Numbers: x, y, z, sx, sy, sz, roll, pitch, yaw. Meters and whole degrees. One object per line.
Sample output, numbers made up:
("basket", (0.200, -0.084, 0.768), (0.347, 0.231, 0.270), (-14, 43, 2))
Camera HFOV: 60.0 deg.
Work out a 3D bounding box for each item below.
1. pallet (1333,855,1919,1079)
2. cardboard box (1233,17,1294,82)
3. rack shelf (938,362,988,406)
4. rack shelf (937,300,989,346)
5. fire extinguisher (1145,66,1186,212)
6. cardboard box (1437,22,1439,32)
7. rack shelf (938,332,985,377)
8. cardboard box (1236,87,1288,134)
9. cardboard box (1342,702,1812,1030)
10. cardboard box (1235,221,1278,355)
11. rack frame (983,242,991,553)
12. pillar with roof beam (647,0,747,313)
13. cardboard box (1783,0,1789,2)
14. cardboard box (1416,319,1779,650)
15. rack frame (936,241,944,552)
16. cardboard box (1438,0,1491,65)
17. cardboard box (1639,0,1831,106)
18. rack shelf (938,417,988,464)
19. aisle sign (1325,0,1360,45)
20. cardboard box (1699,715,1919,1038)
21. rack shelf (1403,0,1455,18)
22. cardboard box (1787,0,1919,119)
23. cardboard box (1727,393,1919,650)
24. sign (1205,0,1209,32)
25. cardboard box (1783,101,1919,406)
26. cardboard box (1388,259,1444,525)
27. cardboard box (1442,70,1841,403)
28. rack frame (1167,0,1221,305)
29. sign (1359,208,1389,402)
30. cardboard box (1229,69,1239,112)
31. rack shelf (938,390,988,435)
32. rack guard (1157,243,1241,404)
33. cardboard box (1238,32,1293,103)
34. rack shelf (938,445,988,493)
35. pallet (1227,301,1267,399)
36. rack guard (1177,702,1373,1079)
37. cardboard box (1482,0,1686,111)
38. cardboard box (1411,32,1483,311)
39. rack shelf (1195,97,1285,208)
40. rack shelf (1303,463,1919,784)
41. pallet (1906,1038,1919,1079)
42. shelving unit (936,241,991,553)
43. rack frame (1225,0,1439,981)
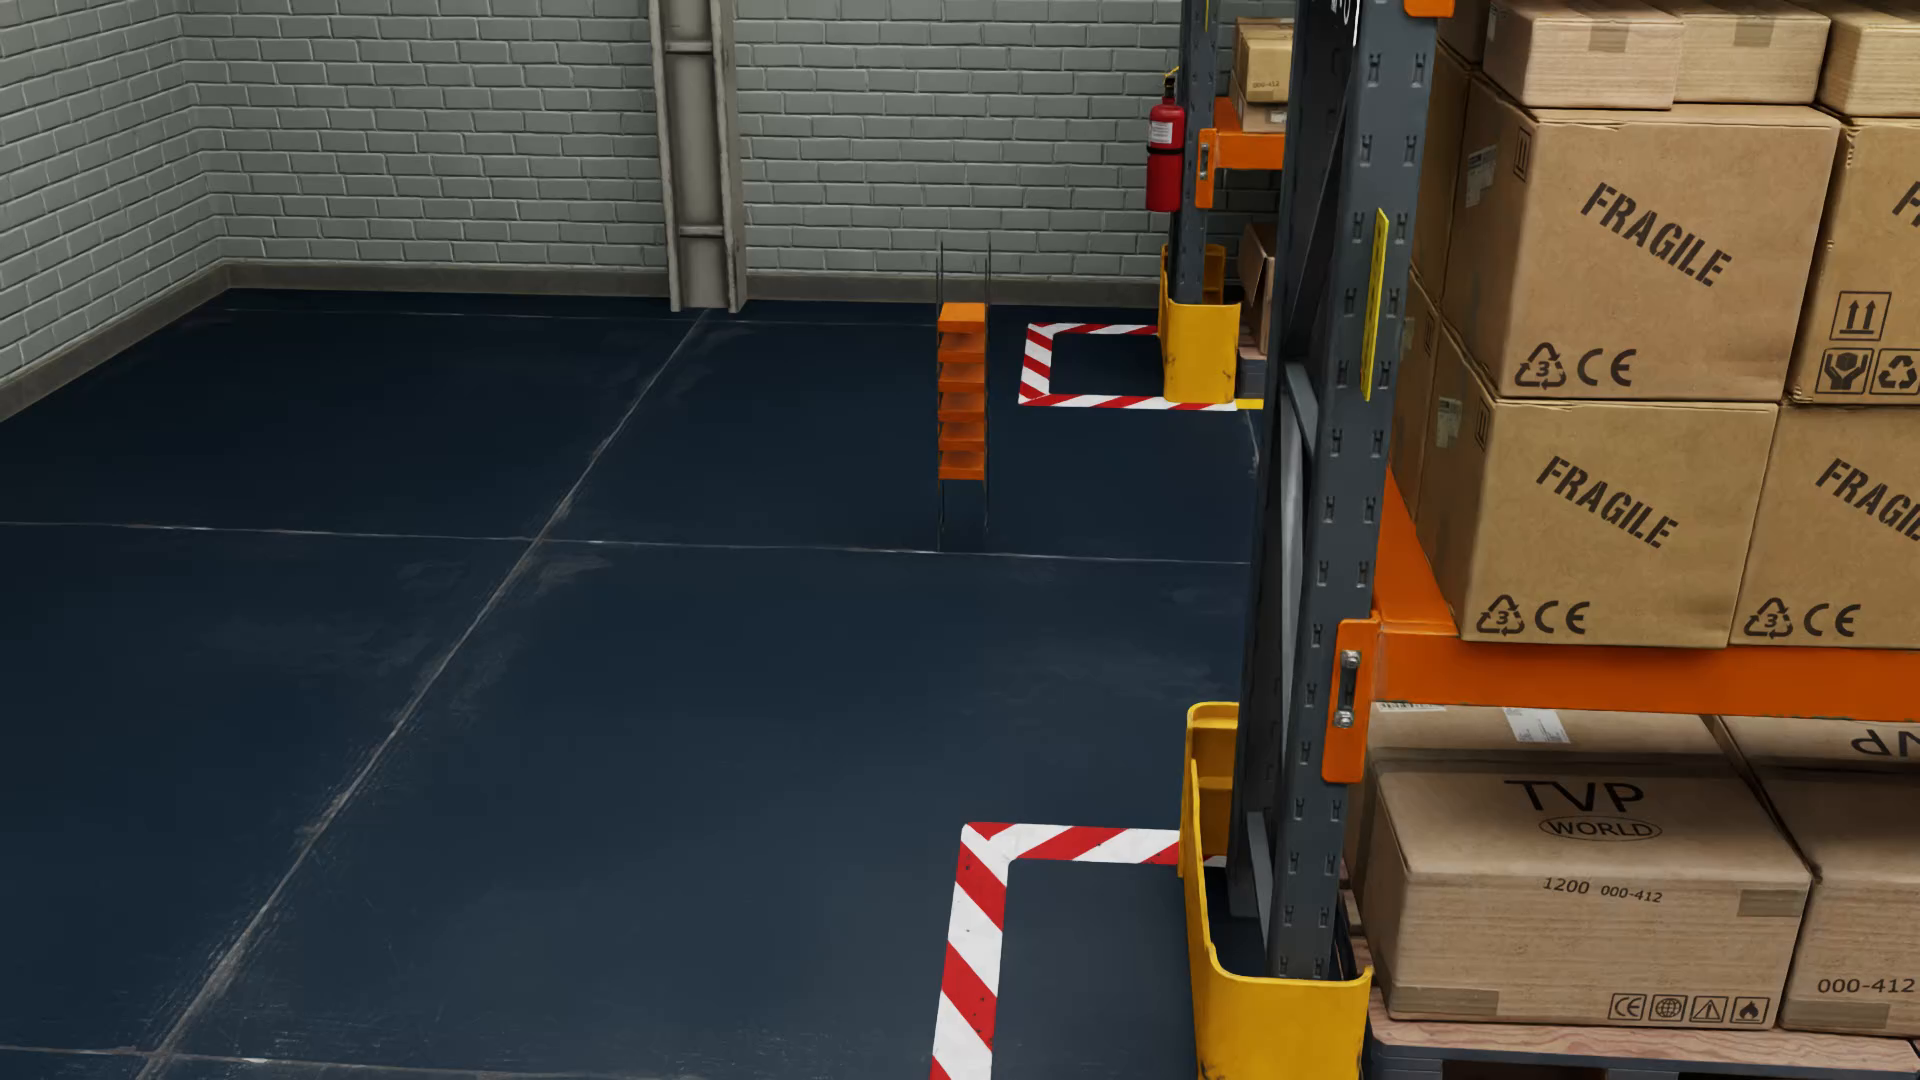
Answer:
("pallet", (1.579, 1.046, 4.225), (1.213, 0.211, 1.003), (2, 25, 4))
("cardboard box", (1.631, -2.446, 8.301), (0.500, 0.250, 0.500), (3, 25, 6))
("rack shelf", (0.014, -0.613, 6.467), (0.180, 0.103, 0.258), (2, 25, 4))
("rack shelf", (0.014, -0.831, 6.366), (0.180, 0.103, 0.258), (2, 25, 4))
("fire extinguisher", (0.970, -1.891, 7.809), (0.183, 0.674, 0.296), (2, 25, 4))
("cardboard box", (2.145, -2.429, 8.264), (0.500, 0.250, 0.500), (2, 25, 4))
("rack shelf", (0.014, -0.722, 6.416), (0.180, 0.103, 0.258), (2, 25, 4))
("cardboard box", (1.459, -2.044, 7.905), (0.250, 0.149, 0.380), (2, 25, 4))
("cardboard box", (1.442, 0.738, 4.120), (0.875, 0.438, 0.875), (1, 25, 2))
("cardboard box", (1.755, -1.281, 8.429), (0.637, 0.503, 0.797), (1, 25, 2))
("rack frame", (0.106, -0.542, 6.492), (0.006, 1.200, 0.240), (2, 25, 4))
("pillar with roof beam", (-1.797, -3.676, 3.974), (0.400, 9.000, 9.100), (2, 25, 4))
("cardboard box", (1.668, -1.109, 3.481), (0.250, 0.149, 0.380), (2, 25, 3))
("cardboard box", (1.233, -0.125, 3.313), (0.500, 0.500, 0.500), (2, 25, 4))
("rack frame", (-0.077, -0.548, 6.505), (0.006, 1.200, 0.240), (2, 25, 4))
("cardboard box", (1.149, -1.081, 3.418), (0.250, 0.149, 0.380), (2, 25, 5))
("cardboard box", (1.375, -0.903, 3.033), (0.250, 0.149, 0.380), (2, 25, 5))
("rack shelf", (0.014, -0.395, 6.567), (0.180, 0.103, 0.258), (2, 25, 4))
("aisle sign", (0.682, -1.277, 2.826), (0.004, 0.787, 0.394), (2, 25, 4))
("cardboard box", (2.355, 0.764, 4.064), (0.875, 0.438, 0.875), (2, 25, 5))
("rack shelf", (2.770, -1.186, 3.012), (4.000, 0.370, 1.077), (2, 25, 4))
("cardboard box", (1.626, -0.847, 2.911), (0.250, 0.149, 0.380), (3, 25, 6))
("cardboard box", (1.739, -0.120, 3.303), (0.500, 0.500, 0.500), (1, 25, 3))
("sign", (1.111, -2.450, 7.451), (0.005, 0.325, 0.100), (2, 25, 4))
("cardboard box", (1.748, -0.566, 3.076), (0.500, 0.500, 0.500), (1, 25, 3))
("cardboard box", (1.277, -0.355, 3.813), (0.500, 0.500, 0.500), (2, 25, 4))
("cardboard box", (1.233, -0.580, 3.106), (0.500, 0.500, 0.500), (1, 25, 3))
("rack frame", (1.152, -2.283, 8.123), (0.127, 3.000, 1.000), (2, 25, 4))
("sign", (0.727, -0.412, 2.927), (0.005, 0.325, 0.100), (2, 25, 4))
("cardboard box", (1.503, -2.270, 8.396), (0.250, 0.149, 0.380), (2, 25, 3))
("rack shelf", (0.014, -0.504, 6.517), (0.180, 0.103, 0.258), (2, 25, 4))
("rack guard", (1.228, -1.145, 8.641), (0.348, 0.500, 1.175), (2, 25, 4))
("cardboard box", (1.584, -2.223, 7.817), (0.500, 0.250, 0.500), (2, 25, 4))
("rack shelf", (0.014, -0.286, 6.617), (0.180, 0.103, 0.258), (2, 25, 4))
("pallet", (2.023, -0.989, 8.647), (1.213, 0.211, 1.003), (2, 25, 4))
("rack guard", (0.752, 0.920, 4.151), (0.348, 0.500, 1.175), (2, 25, 4))
("cardboard box", (1.109, -0.882, 2.986), (0.250, 0.149, 0.380), (2, 25, 5))
("cardboard box", (1.275, -0.798, 3.579), (0.500, 0.500, 0.500), (3, 25, 6))
("rack shelf", (3.146, -1.892, 8.135), (4.000, 0.370, 1.077), (2, 25, 4))
("rack shelf", (2.770, 0.177, 3.639), (4.000, 0.370, 1.077), (2, 25, 4))
("pallet", (2.792, 1.086, 4.138), (1.213, 0.211, 1.003), (2, 25, 4))
("shelving unit", (0.014, -0.545, 6.498), (0.189, 1.200, 0.258), (2, 25, 4))
("rack frame", (0.776, -0.214, 3.627), (0.127, 3.000, 1.000), (2, 25, 4))
